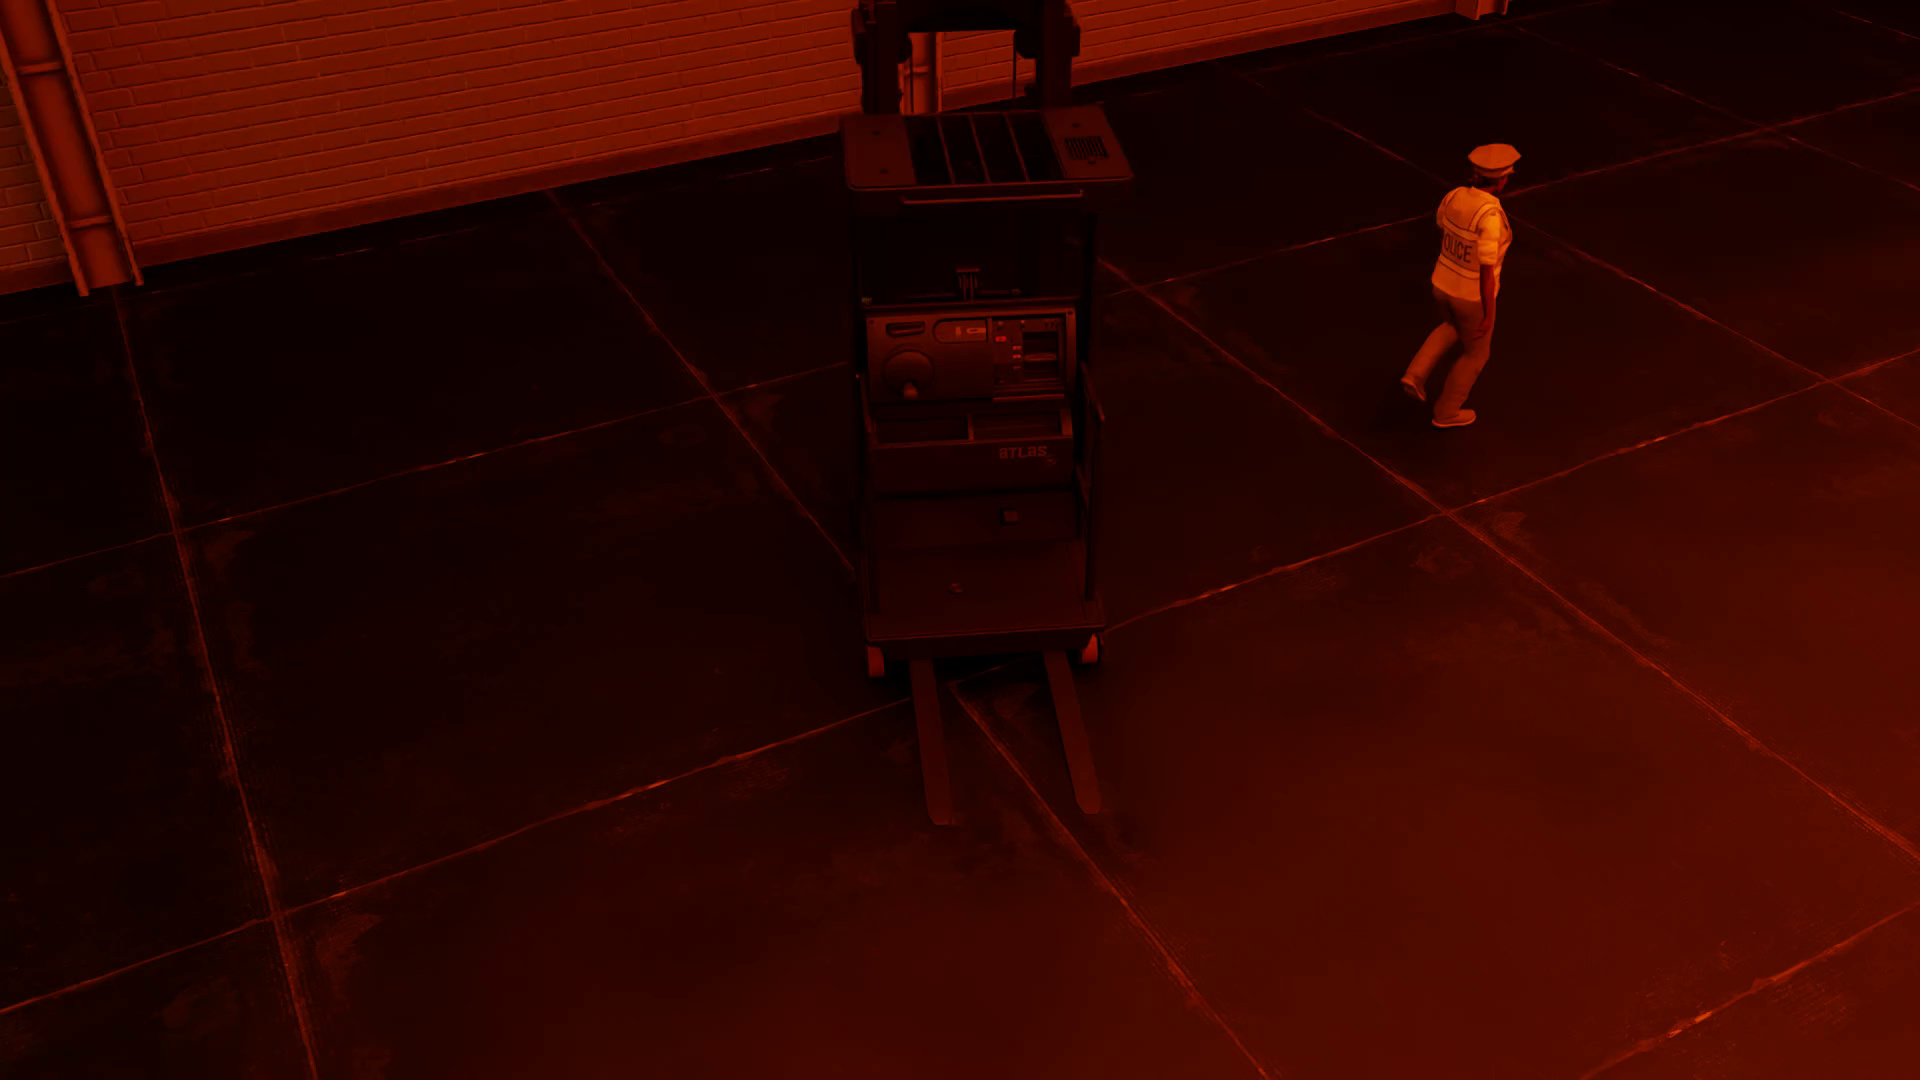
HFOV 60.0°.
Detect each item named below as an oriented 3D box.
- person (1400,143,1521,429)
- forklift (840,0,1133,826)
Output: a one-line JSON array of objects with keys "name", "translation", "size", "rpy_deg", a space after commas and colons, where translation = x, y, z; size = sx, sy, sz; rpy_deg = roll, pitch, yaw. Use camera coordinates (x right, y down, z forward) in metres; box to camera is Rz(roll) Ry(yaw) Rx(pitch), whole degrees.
[{"name": "person", "translation": [2.799, -1.381, 9.195], "size": [0.463, 1.648, 0.629], "rpy_deg": [-15, 38, -21]}, {"name": "forklift", "translation": [0.077, -0.760, 7.199], "size": [1.130, 2.935, 3.031], "rpy_deg": [-3, 35, -5]}]
